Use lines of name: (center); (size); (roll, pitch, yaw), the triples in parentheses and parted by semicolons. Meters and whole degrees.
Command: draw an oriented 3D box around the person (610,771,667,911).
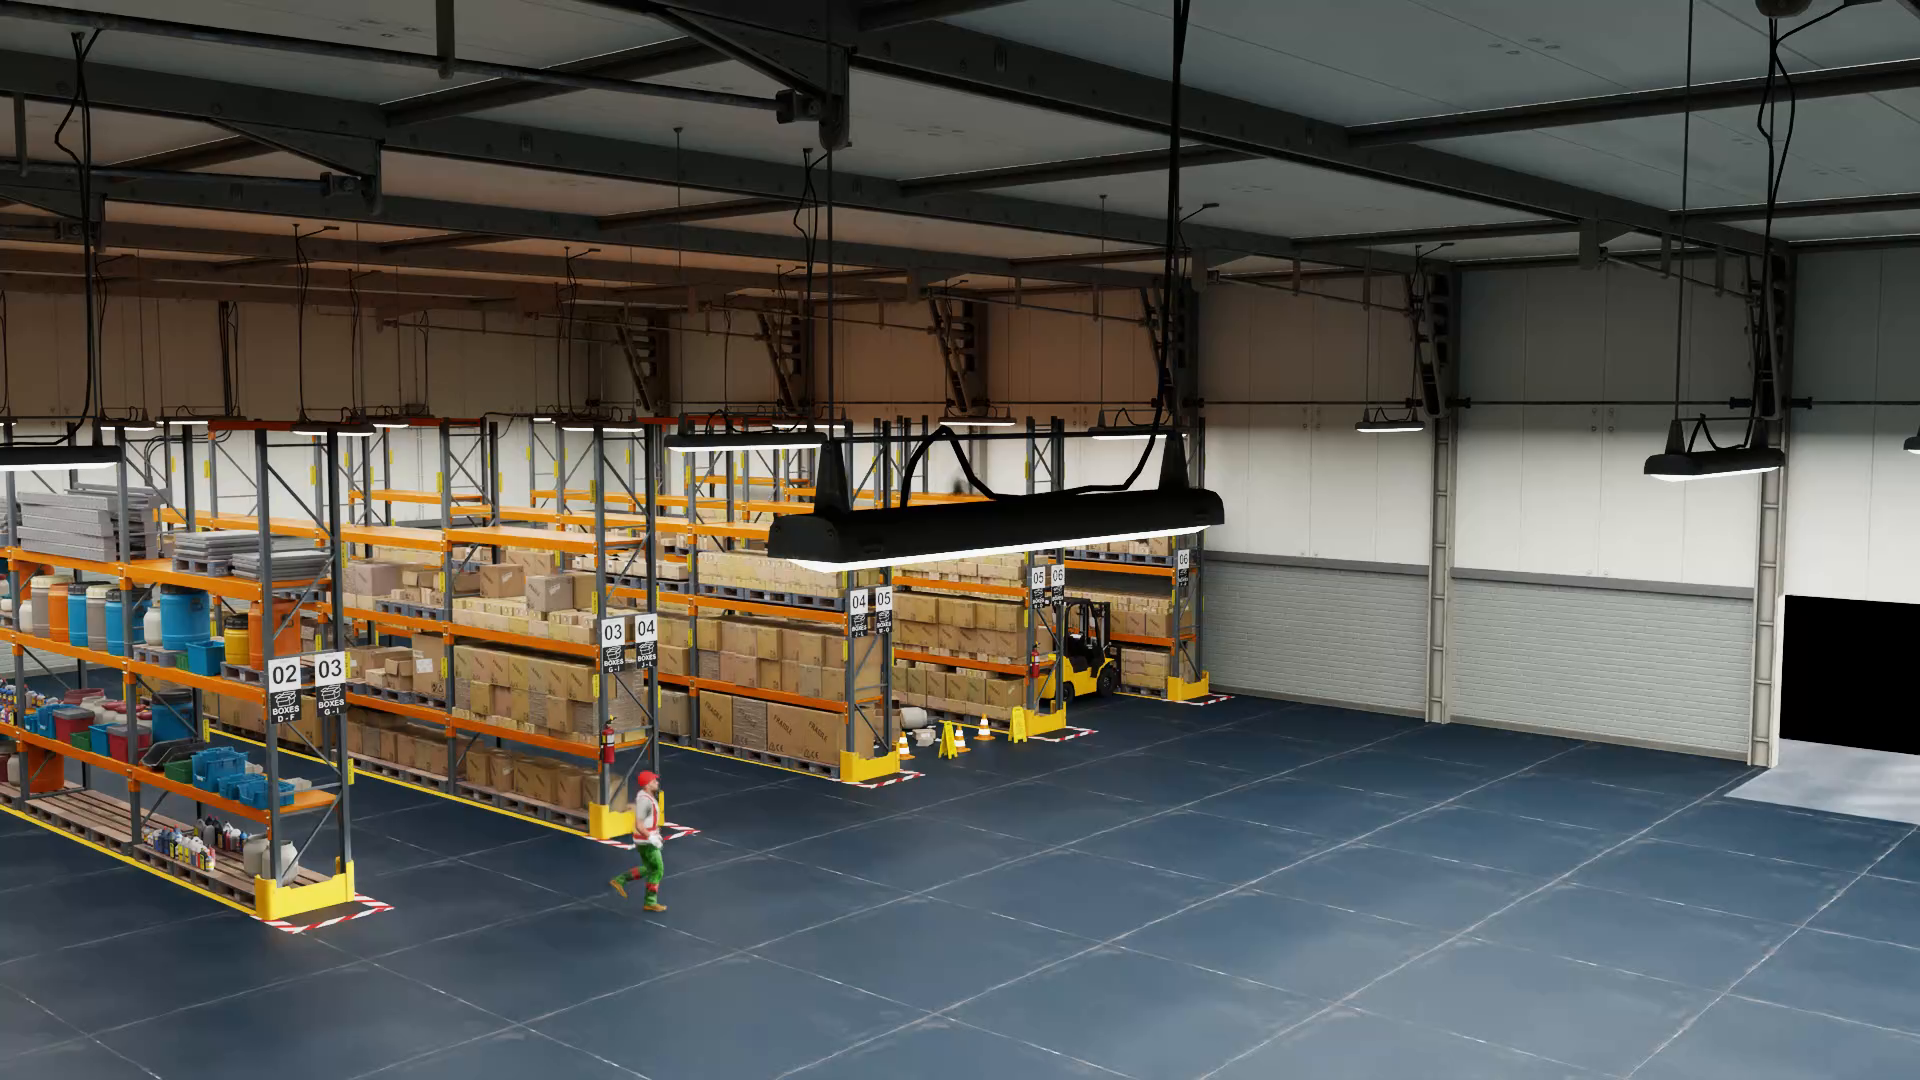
person: (-4.011, 3.744, 20.671); (0.702, 1.777, 0.665); (-1, 5, -11)
